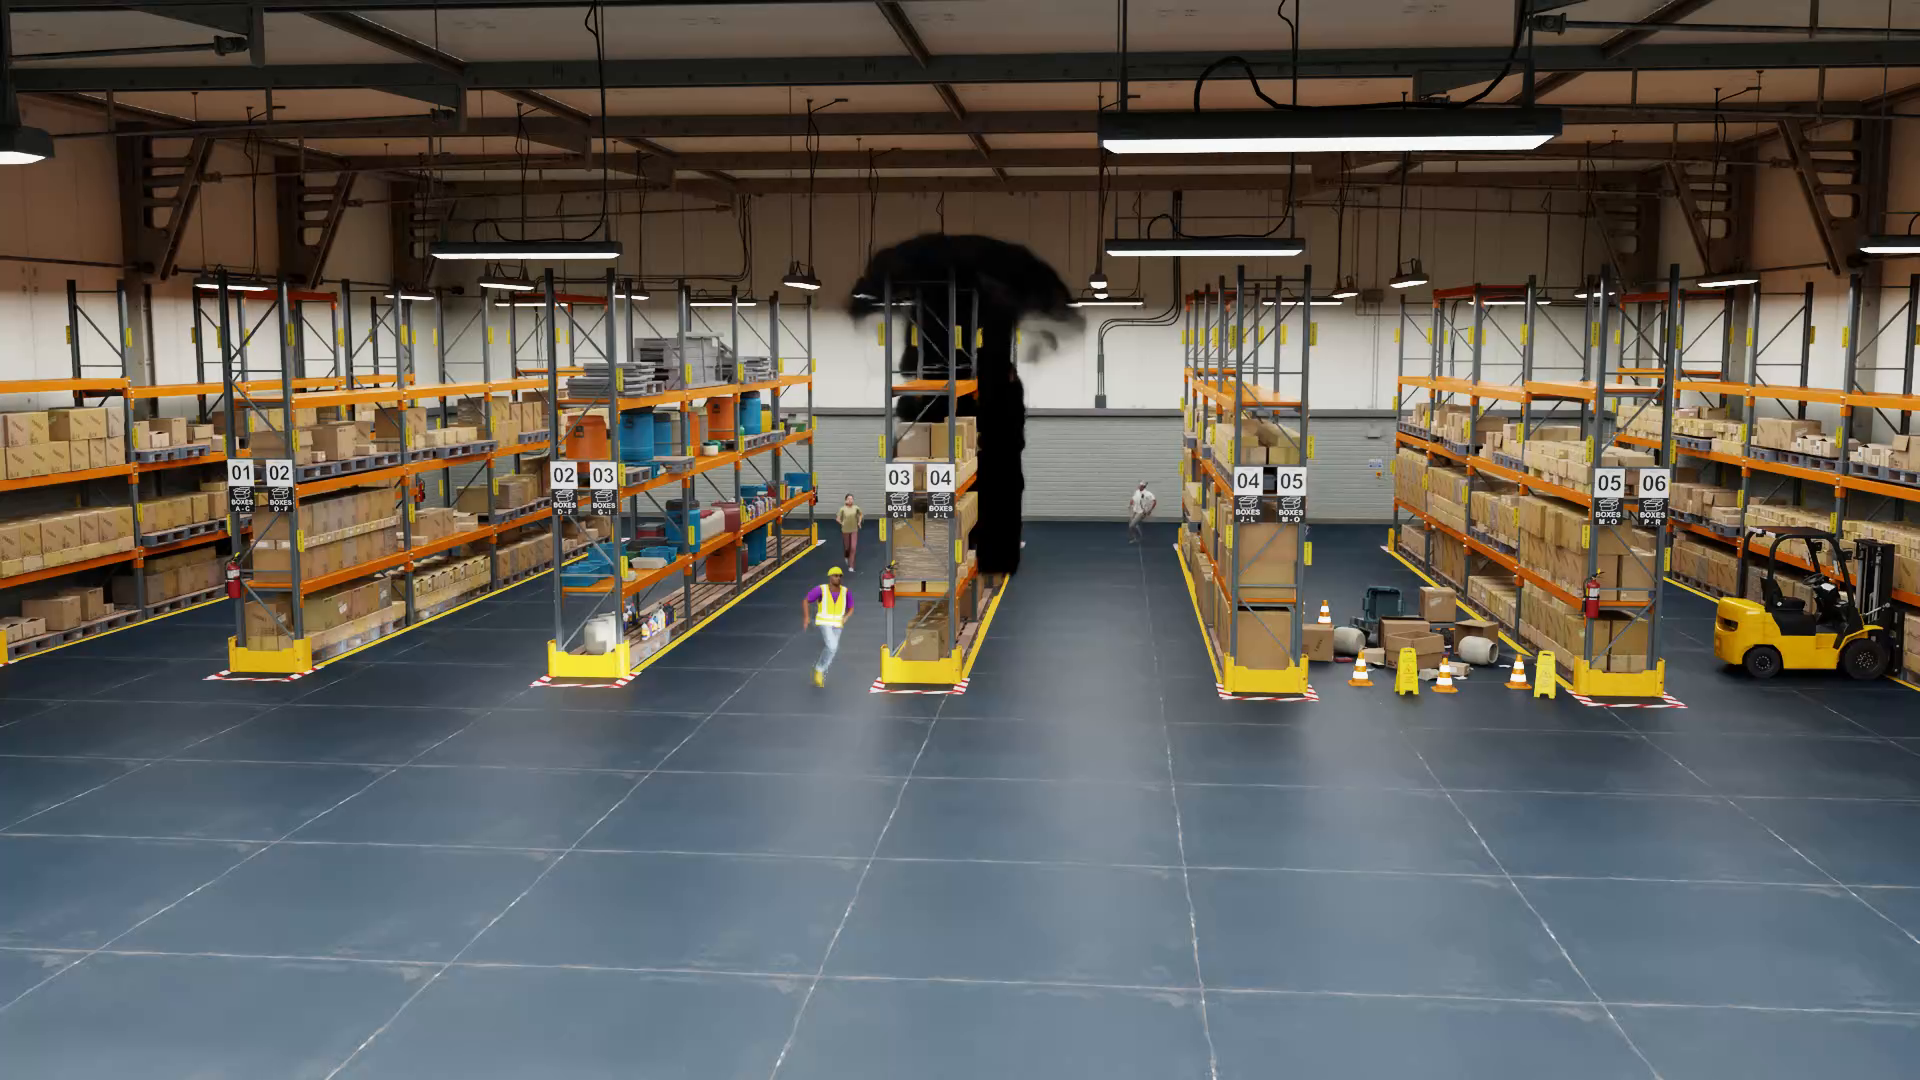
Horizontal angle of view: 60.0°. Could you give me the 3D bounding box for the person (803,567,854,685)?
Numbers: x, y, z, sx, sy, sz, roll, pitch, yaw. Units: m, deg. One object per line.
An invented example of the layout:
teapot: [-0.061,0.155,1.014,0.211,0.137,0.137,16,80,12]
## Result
person: [-1.845,1.239,23.930,0.722,1.697,0.651,-3,8,-26]

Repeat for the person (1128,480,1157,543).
person: [4.351,-0.675,40.282,0.594,1.587,0.738,-6,9,-38]

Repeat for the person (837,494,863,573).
person: [-2.369,-0.168,35.853,0.578,1.659,0.881,-1,7,-8]
